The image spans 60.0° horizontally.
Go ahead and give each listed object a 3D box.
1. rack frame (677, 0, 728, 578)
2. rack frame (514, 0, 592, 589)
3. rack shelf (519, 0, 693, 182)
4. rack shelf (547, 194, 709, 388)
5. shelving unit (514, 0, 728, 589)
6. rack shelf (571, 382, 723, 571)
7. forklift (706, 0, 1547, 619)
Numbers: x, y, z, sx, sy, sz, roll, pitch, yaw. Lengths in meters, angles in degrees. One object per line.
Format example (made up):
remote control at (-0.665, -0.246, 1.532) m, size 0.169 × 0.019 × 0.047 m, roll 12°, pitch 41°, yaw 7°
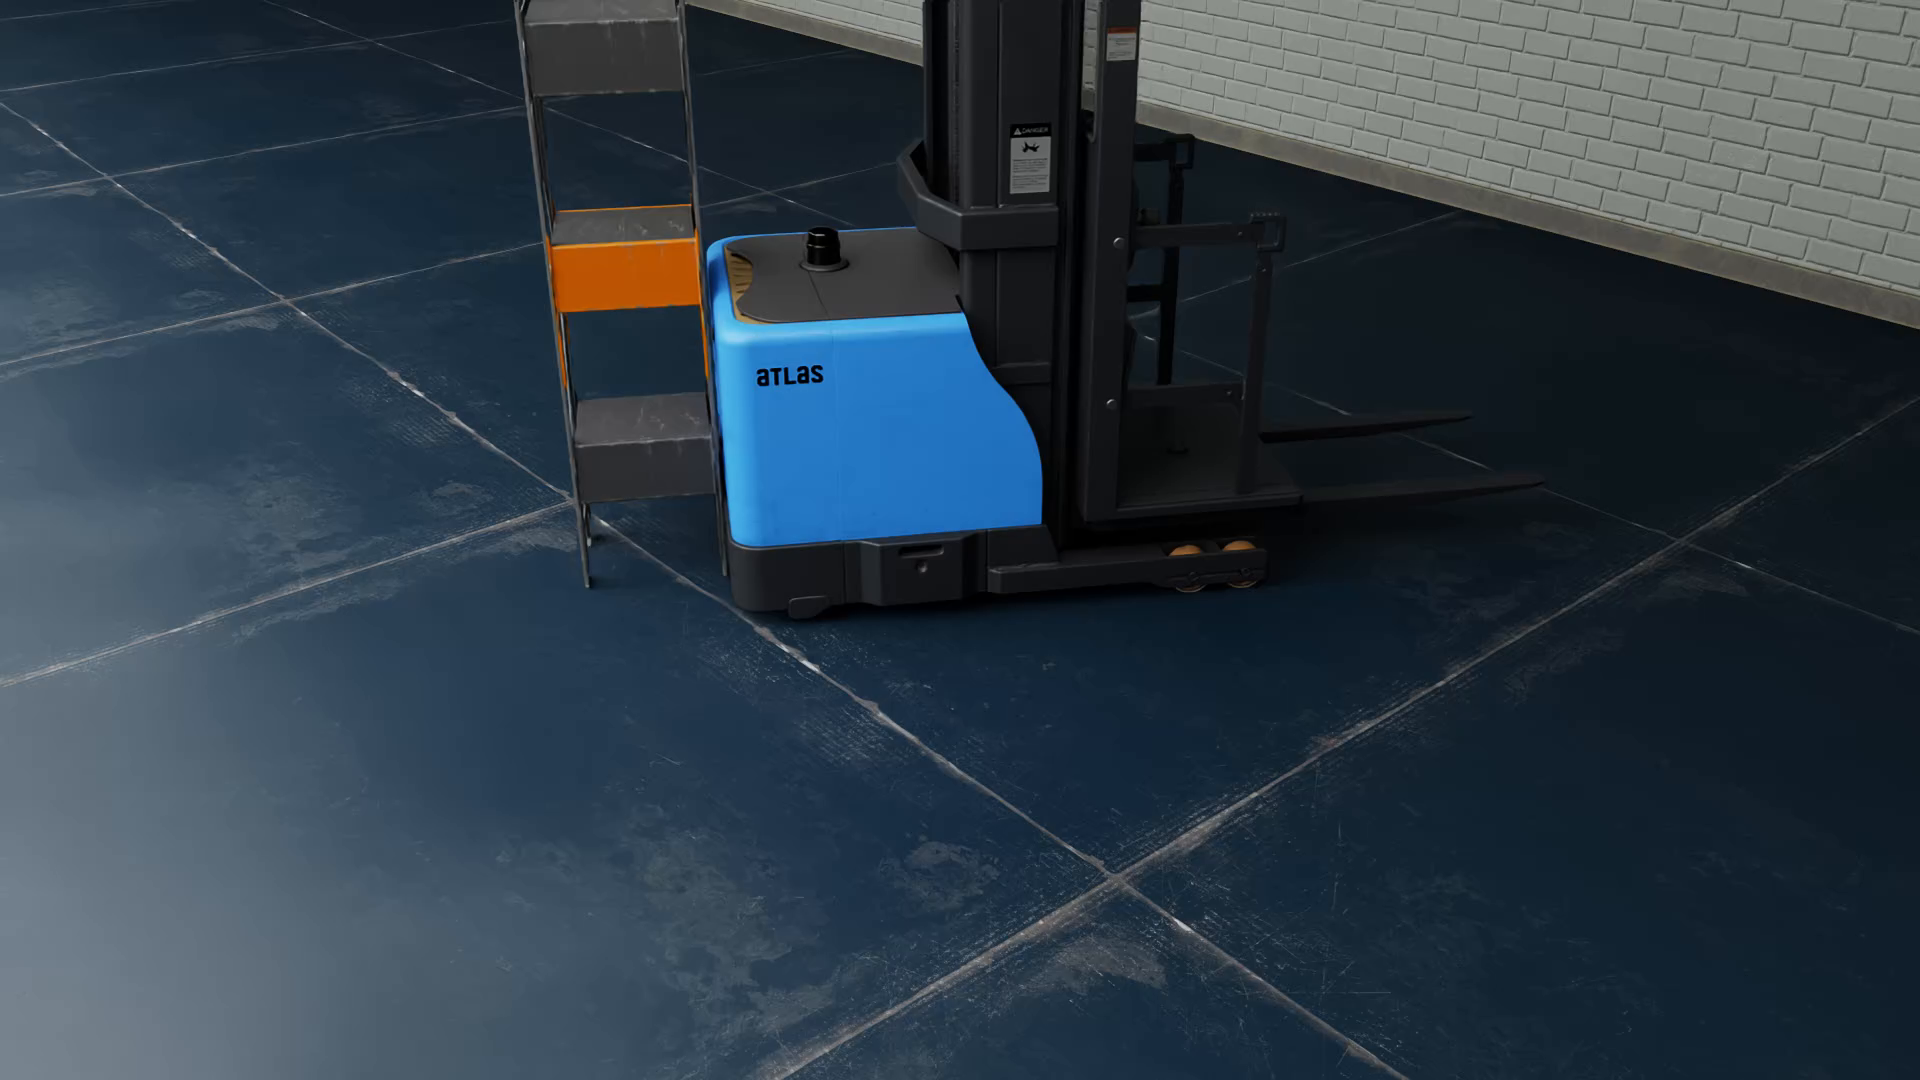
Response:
rack frame at (-0.881, -0.884, 5.677) m, size 0.015 × 2.100 × 0.400 m, roll -5°, pitch 28°, yaw -9°
rack frame at (-1.361, -0.844, 5.602) m, size 0.015 × 2.100 × 0.400 m, roll -5°, pitch 28°, yaw -9°
rack shelf at (-1.121, -1.469, 5.316) m, size 0.480 × 0.518 × 0.431 m, roll -5°, pitch 28°, yaw -9°
rack shelf at (-1.121, -0.852, 5.646) m, size 0.480 × 0.518 × 0.431 m, roll -5°, pitch 28°, yaw -9°
shelving unit at (-1.121, -0.864, 5.639) m, size 0.503 × 2.100 × 0.431 m, roll -5°, pitch 28°, yaw -9°
rack shelf at (-1.121, -0.235, 5.976) m, size 0.480 × 0.518 × 0.431 m, roll -5°, pitch 28°, yaw -9°
forklift at (0.637, -1.346, 5.659) m, size 3.031 × 2.935 × 1.130 m, roll -5°, pitch 28°, yaw -9°
